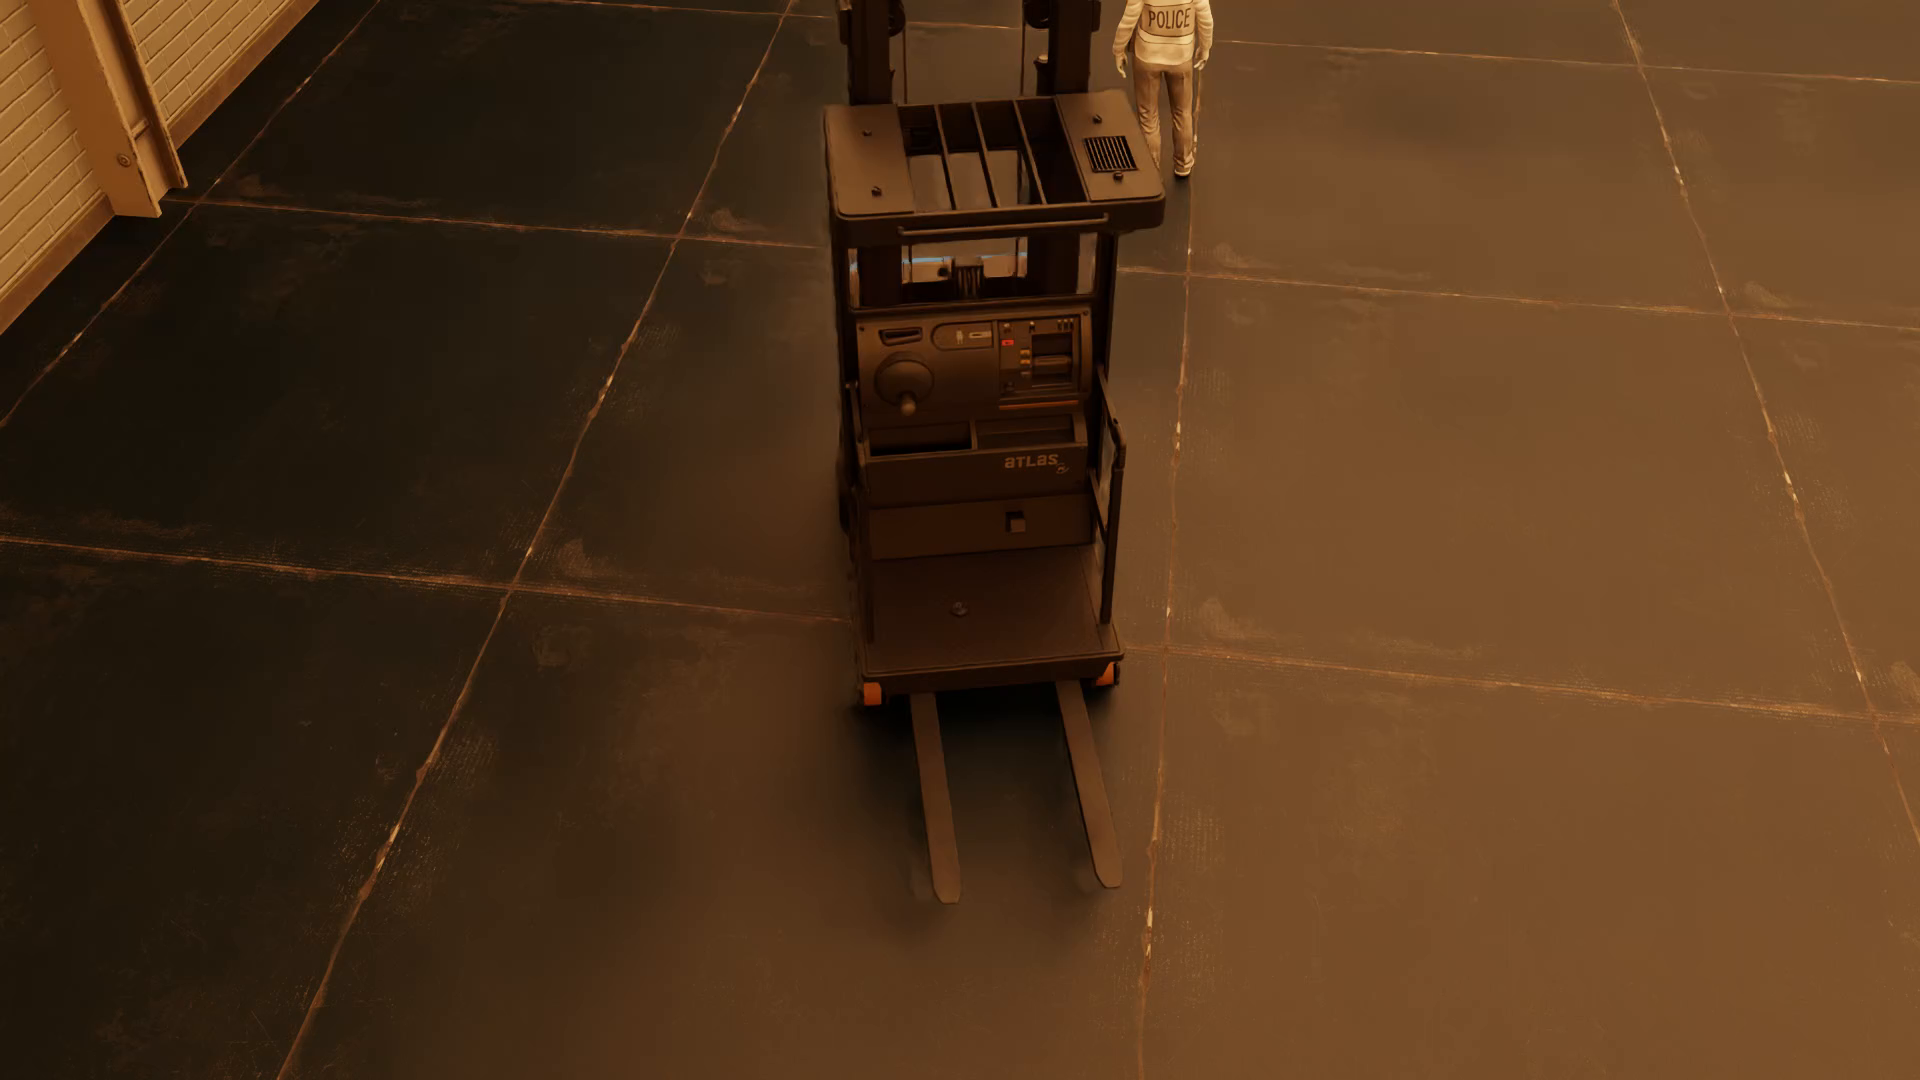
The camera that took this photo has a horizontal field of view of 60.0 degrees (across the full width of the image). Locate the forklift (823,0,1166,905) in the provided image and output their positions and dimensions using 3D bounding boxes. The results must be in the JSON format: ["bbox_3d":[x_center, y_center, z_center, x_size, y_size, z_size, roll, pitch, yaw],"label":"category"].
[{"bbox_3d":[0.087,-0.621,6.400,1.130,2.935,3.031,-5,43,-5],"label":"forklift"}]

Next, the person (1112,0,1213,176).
[{"bbox_3d":[1.181,-2.871,9.753,0.588,1.697,0.533,-1,43,-1],"label":"person"}]
